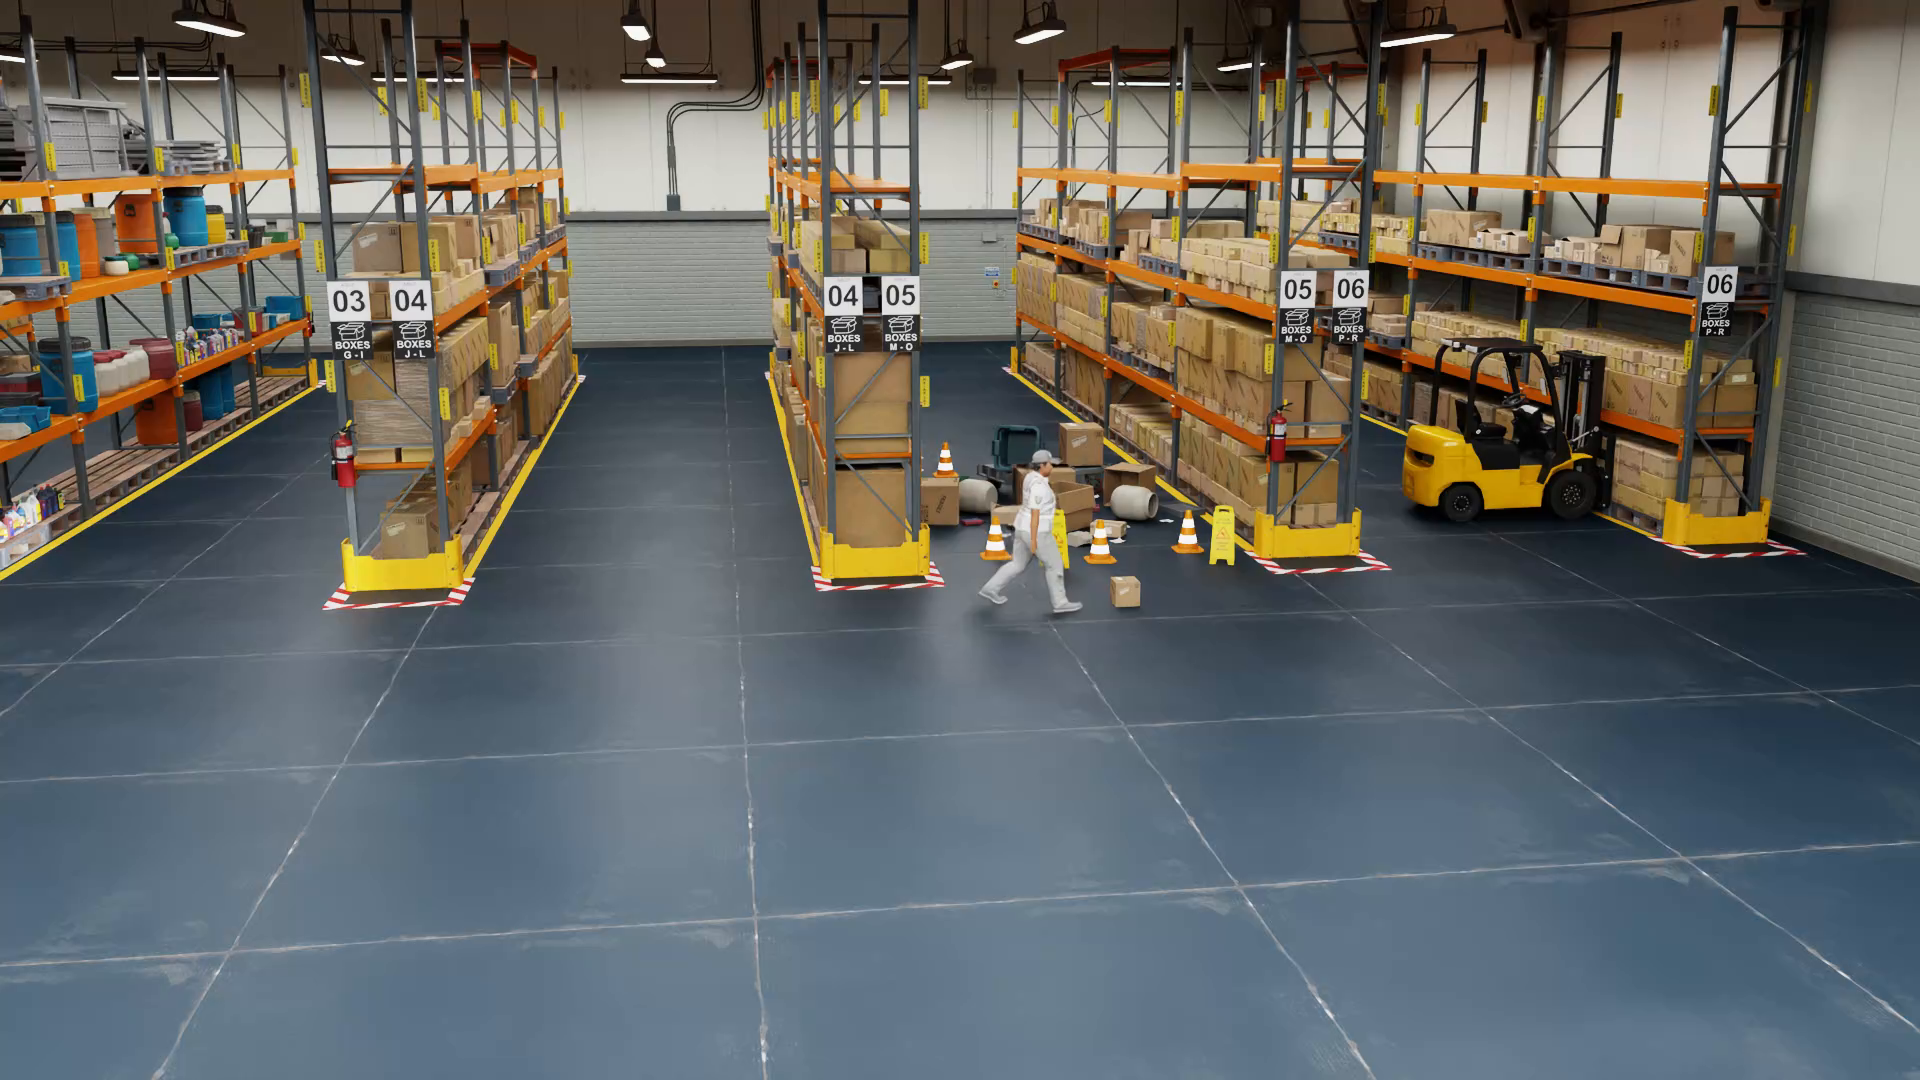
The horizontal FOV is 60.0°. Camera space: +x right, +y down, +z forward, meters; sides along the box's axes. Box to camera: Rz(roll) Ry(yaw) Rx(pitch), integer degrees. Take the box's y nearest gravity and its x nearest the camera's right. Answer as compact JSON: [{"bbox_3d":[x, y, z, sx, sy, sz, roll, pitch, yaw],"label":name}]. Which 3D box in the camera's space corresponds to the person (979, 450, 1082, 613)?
[{"bbox_3d":[0.710,-0.087,16.372,0.991,1.618,0.496,-3,14,-13],"label":"person"}]
